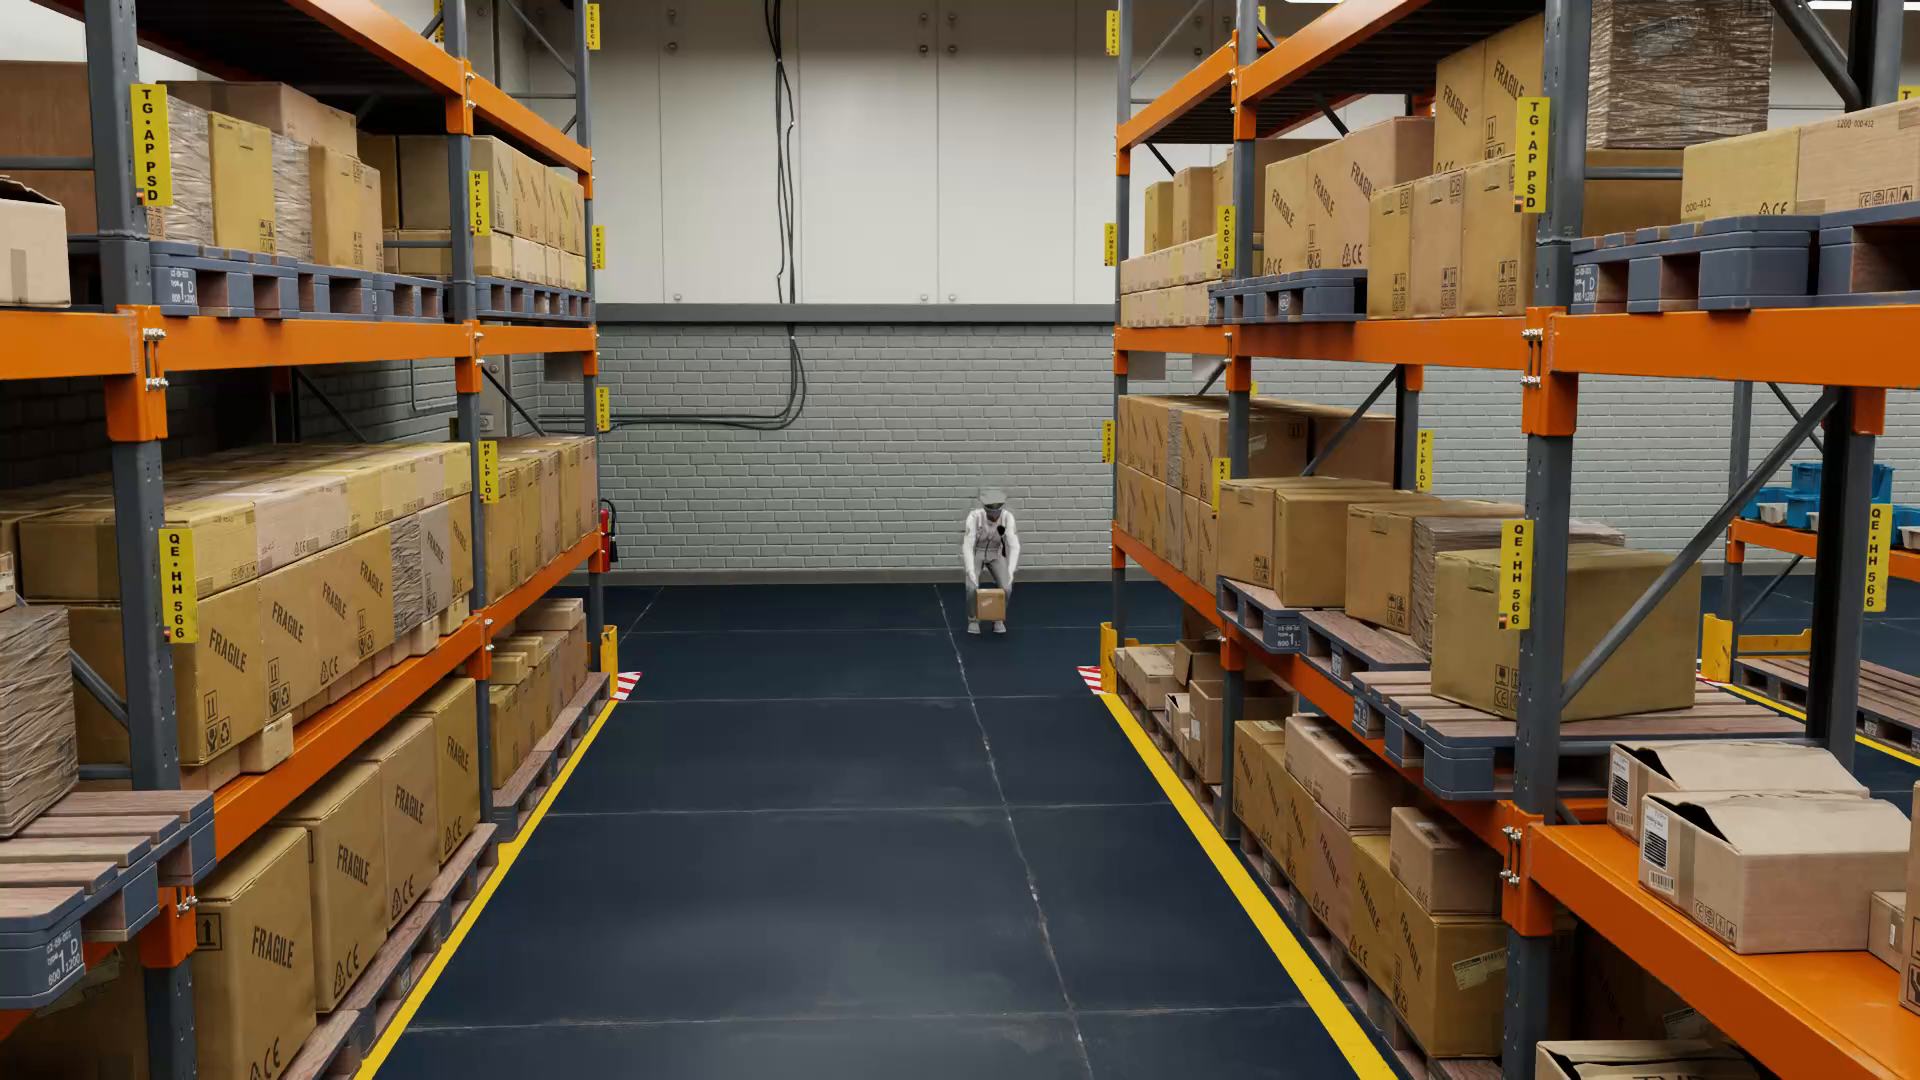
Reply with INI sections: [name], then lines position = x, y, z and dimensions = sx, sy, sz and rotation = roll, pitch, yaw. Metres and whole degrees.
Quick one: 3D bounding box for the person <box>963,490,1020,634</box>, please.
[person]
position = 0.285, 0.198, 15.467
dimensions = 0.535, 1.349, 0.723
rotation = 0, 7, -4
